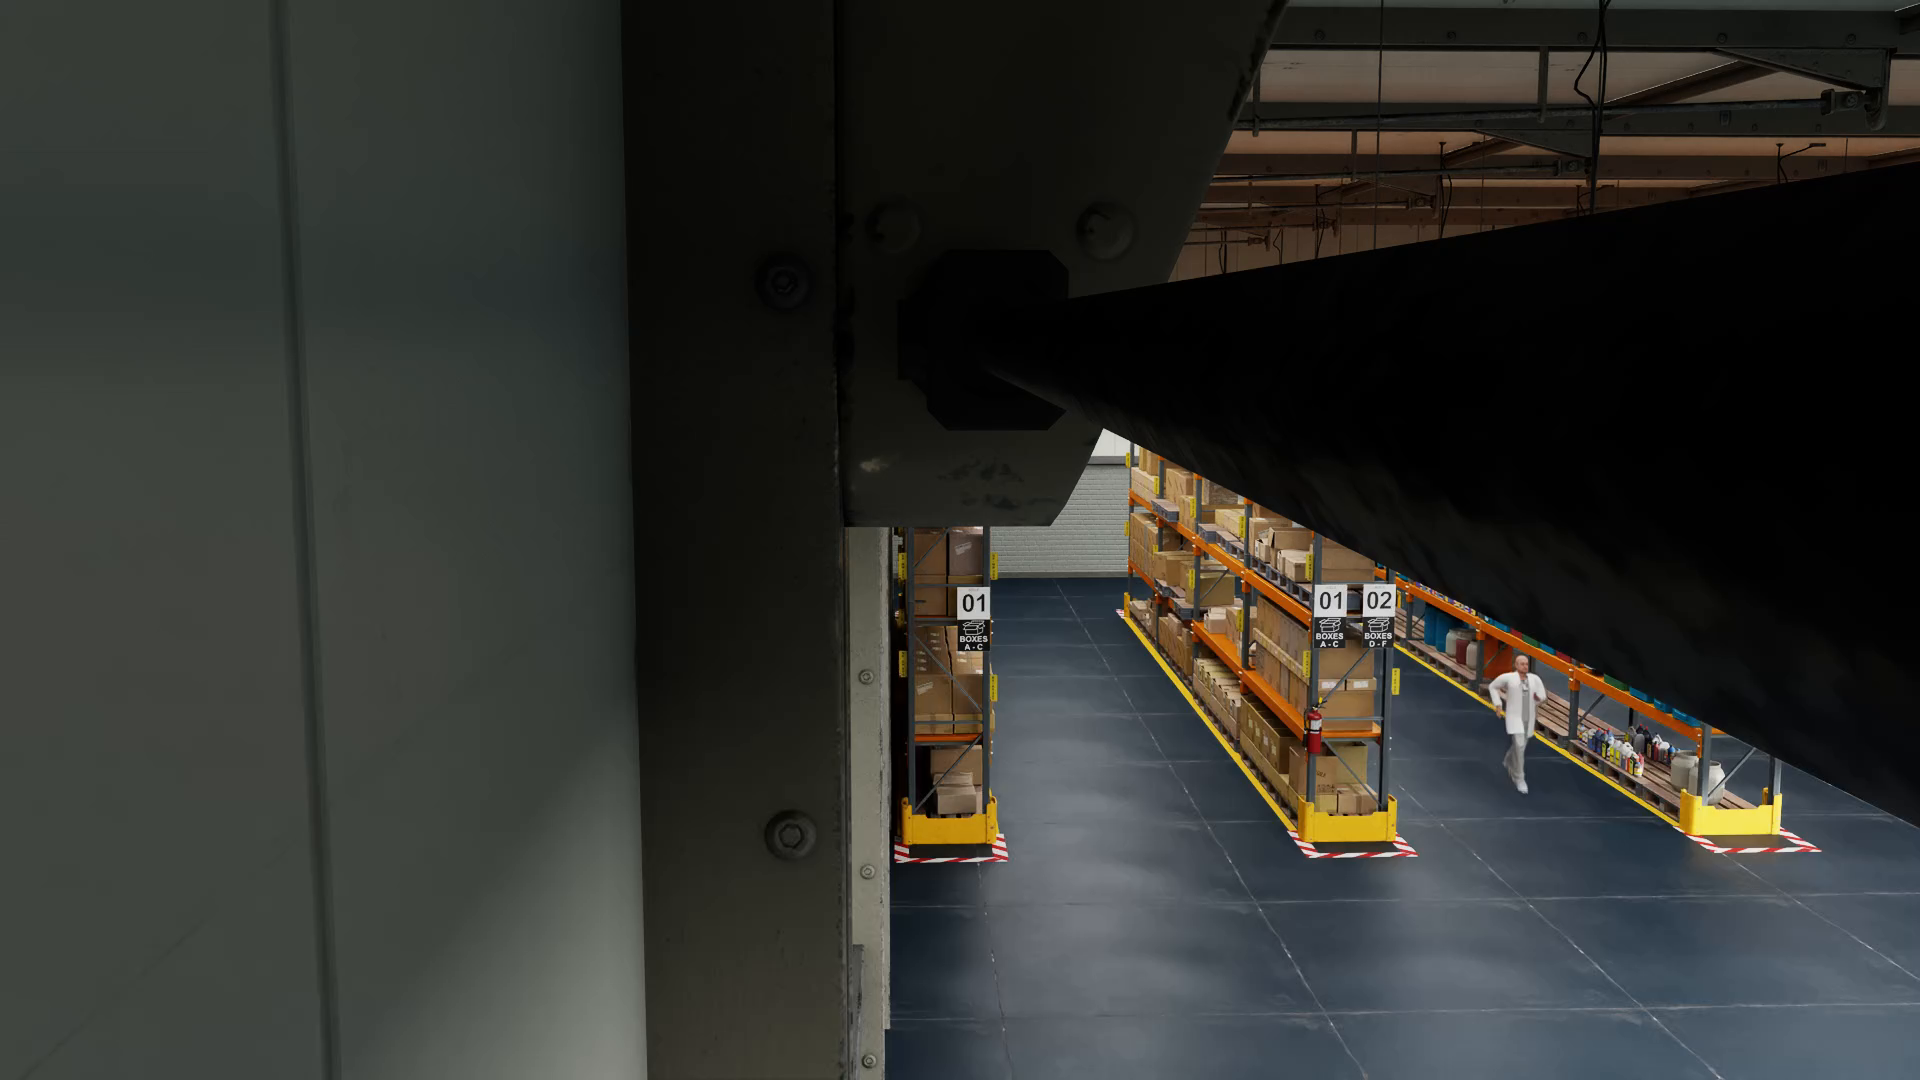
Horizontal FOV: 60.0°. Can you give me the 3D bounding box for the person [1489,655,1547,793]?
[{"bbox_3d":[7.737,2.501,23.019,0.679,1.839,0.894,-1,7,-11],"label":"person"}]
